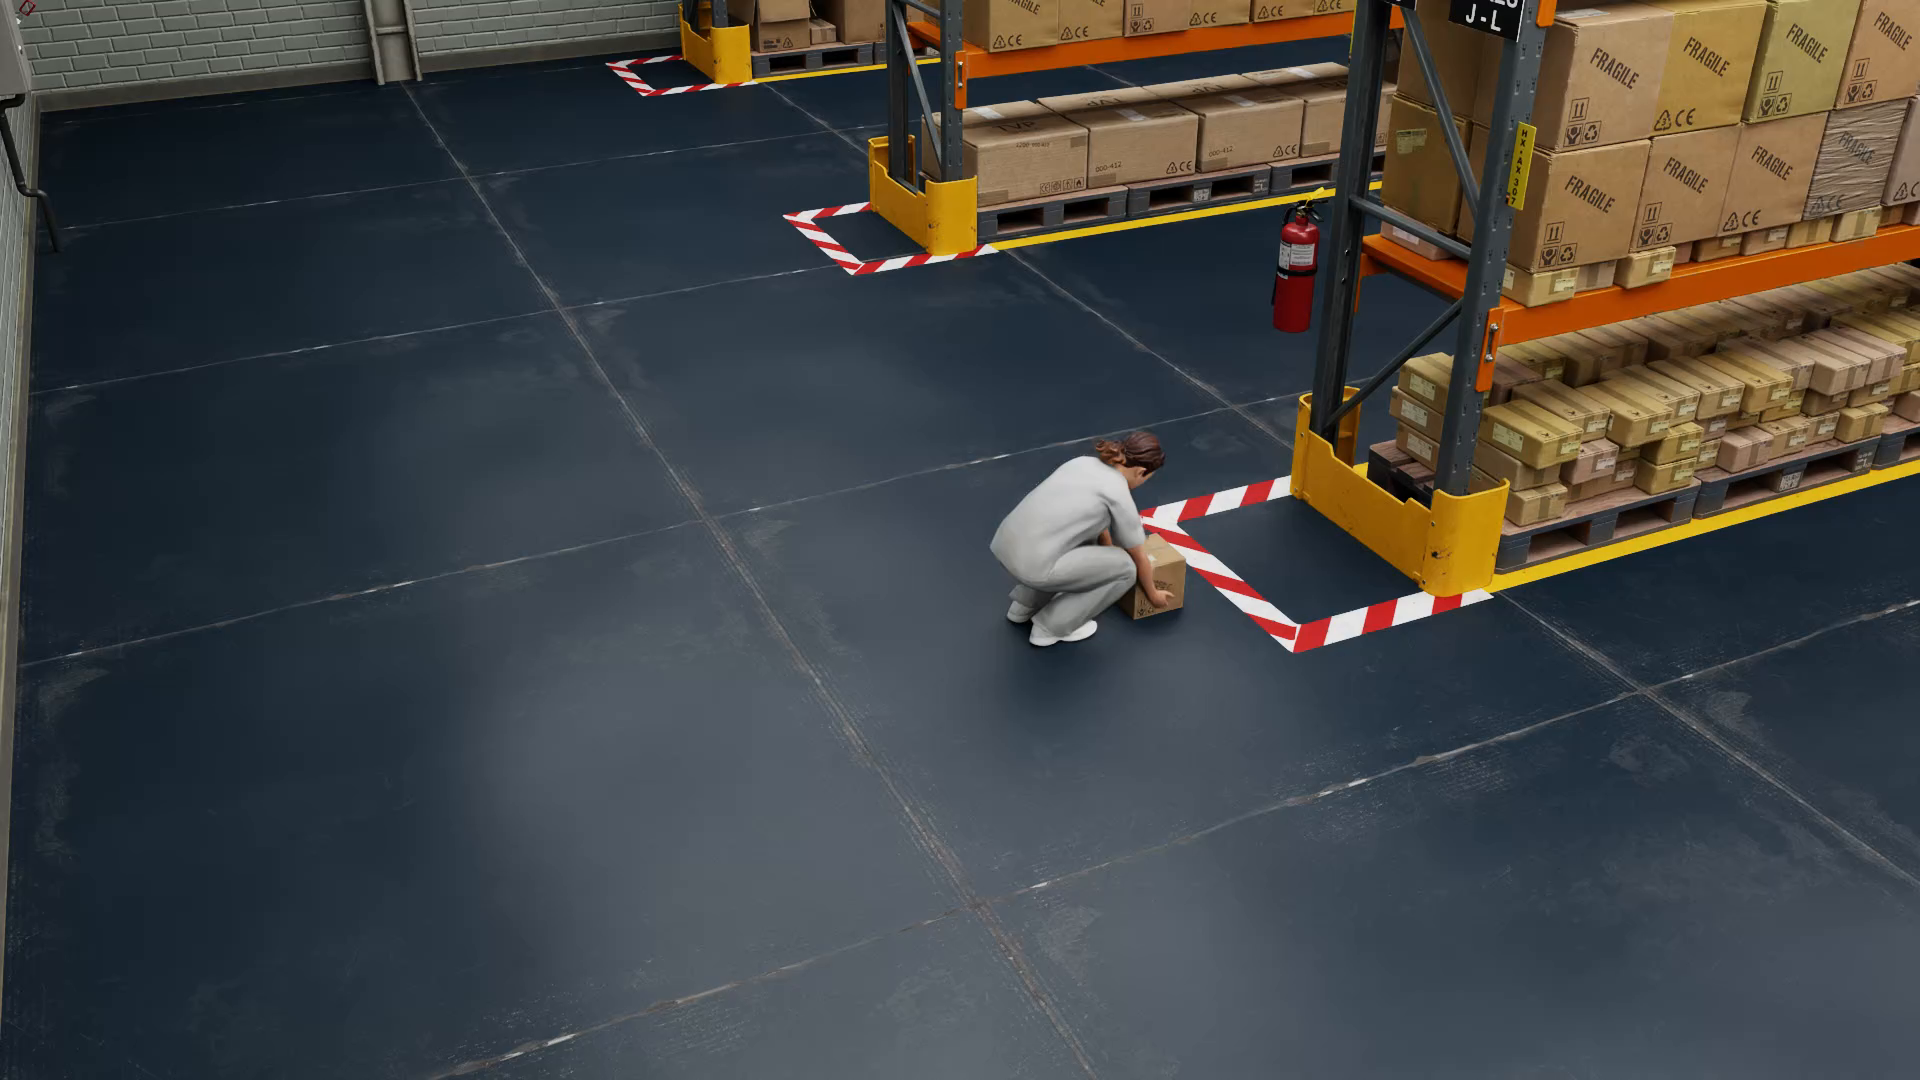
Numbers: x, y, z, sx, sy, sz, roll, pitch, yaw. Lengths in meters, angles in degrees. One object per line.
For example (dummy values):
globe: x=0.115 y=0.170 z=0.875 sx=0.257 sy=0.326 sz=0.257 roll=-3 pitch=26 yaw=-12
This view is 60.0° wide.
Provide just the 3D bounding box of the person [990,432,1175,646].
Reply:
person: x=0.517 y=-0.011 z=7.046 sx=0.804 sy=0.805 sz=0.478 roll=-13 pitch=32 yaw=-22
